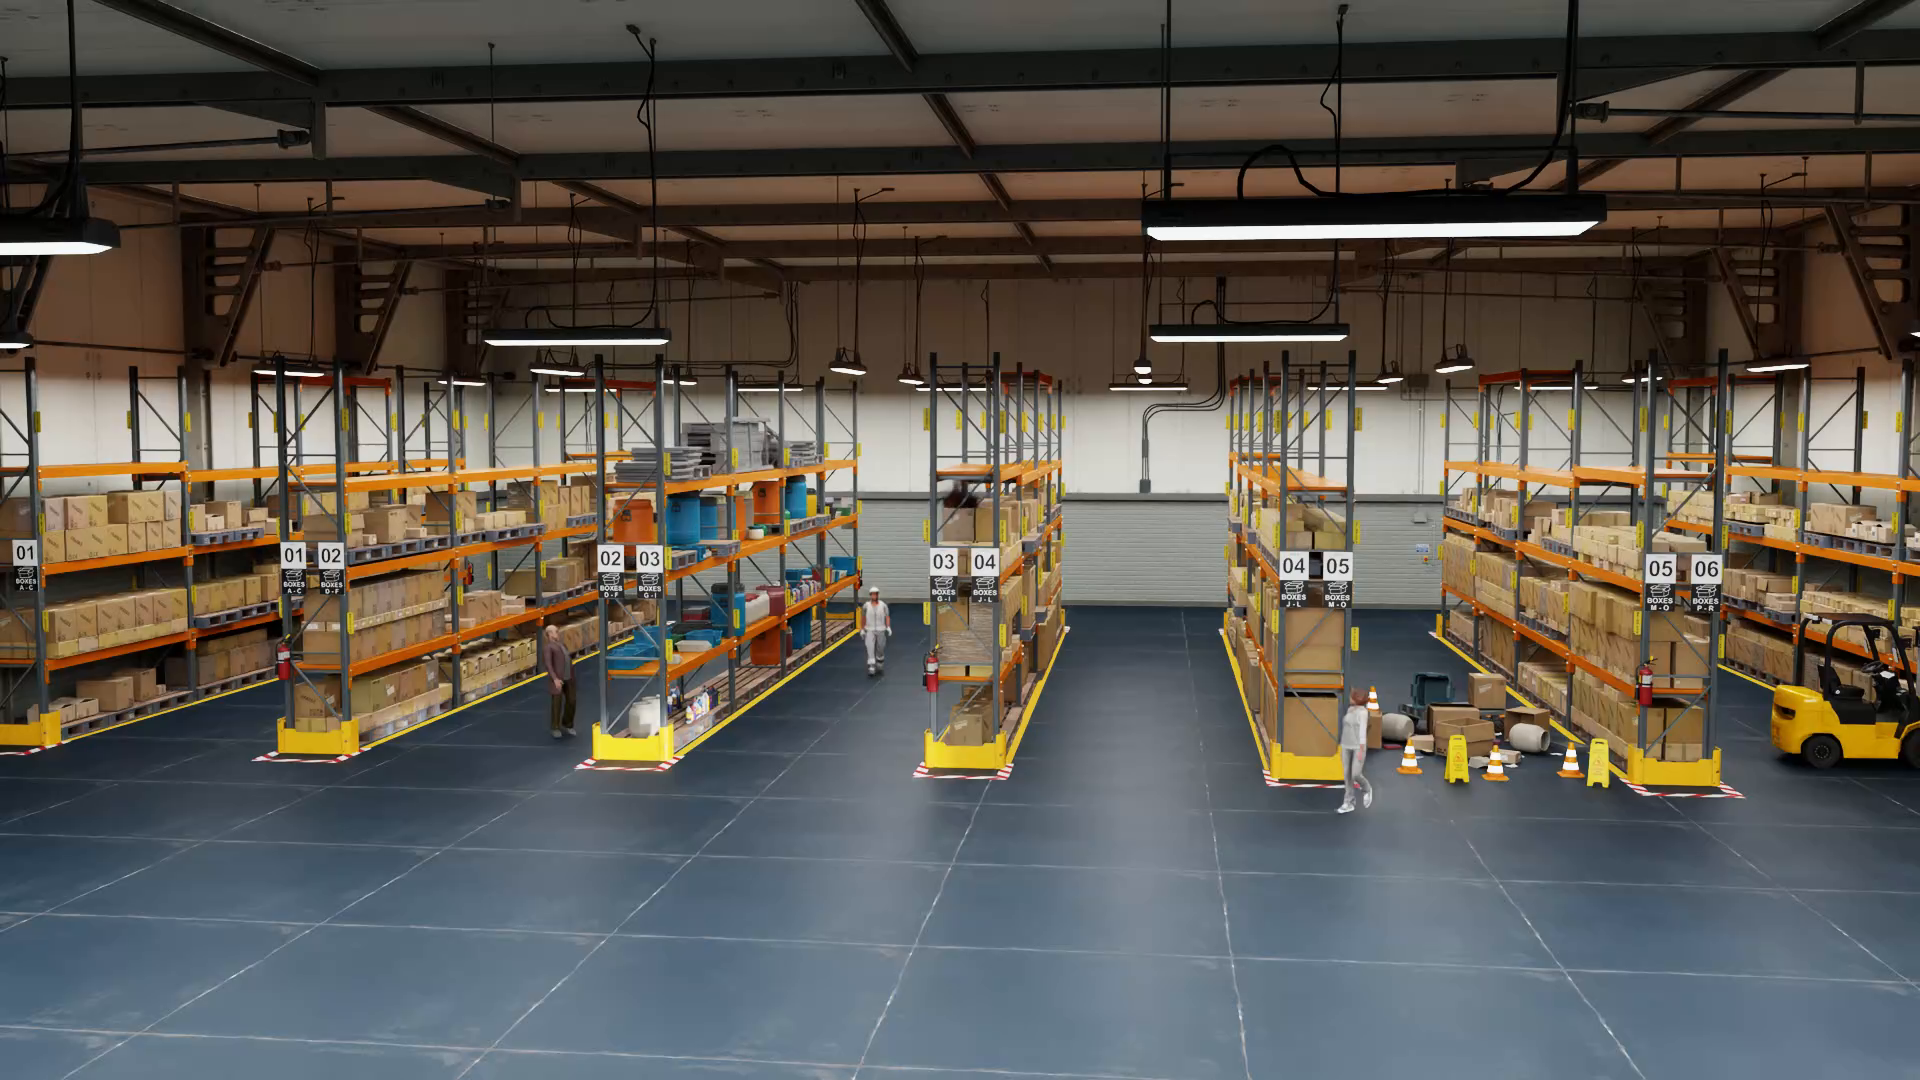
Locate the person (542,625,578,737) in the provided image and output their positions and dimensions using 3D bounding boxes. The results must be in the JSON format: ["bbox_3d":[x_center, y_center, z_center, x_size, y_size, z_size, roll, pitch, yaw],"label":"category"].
[{"bbox_3d":[-6.345,2.266,26.552,0.606,1.818,0.680,4,5,42],"label":"person"}]

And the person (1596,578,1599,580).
[{"bbox_3d":[13.883,1.643,36.305,0.341,1.586,0.480,0,4,2],"label":"person"}]

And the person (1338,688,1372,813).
[{"bbox_3d":[5.072,2.693,21.289,0.475,1.583,0.393,-4,6,-43],"label":"person"}]

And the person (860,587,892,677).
[{"bbox_3d":[-1.663,1.806,32.883,0.618,1.747,1.048,0,4,-3],"label":"person"}]
